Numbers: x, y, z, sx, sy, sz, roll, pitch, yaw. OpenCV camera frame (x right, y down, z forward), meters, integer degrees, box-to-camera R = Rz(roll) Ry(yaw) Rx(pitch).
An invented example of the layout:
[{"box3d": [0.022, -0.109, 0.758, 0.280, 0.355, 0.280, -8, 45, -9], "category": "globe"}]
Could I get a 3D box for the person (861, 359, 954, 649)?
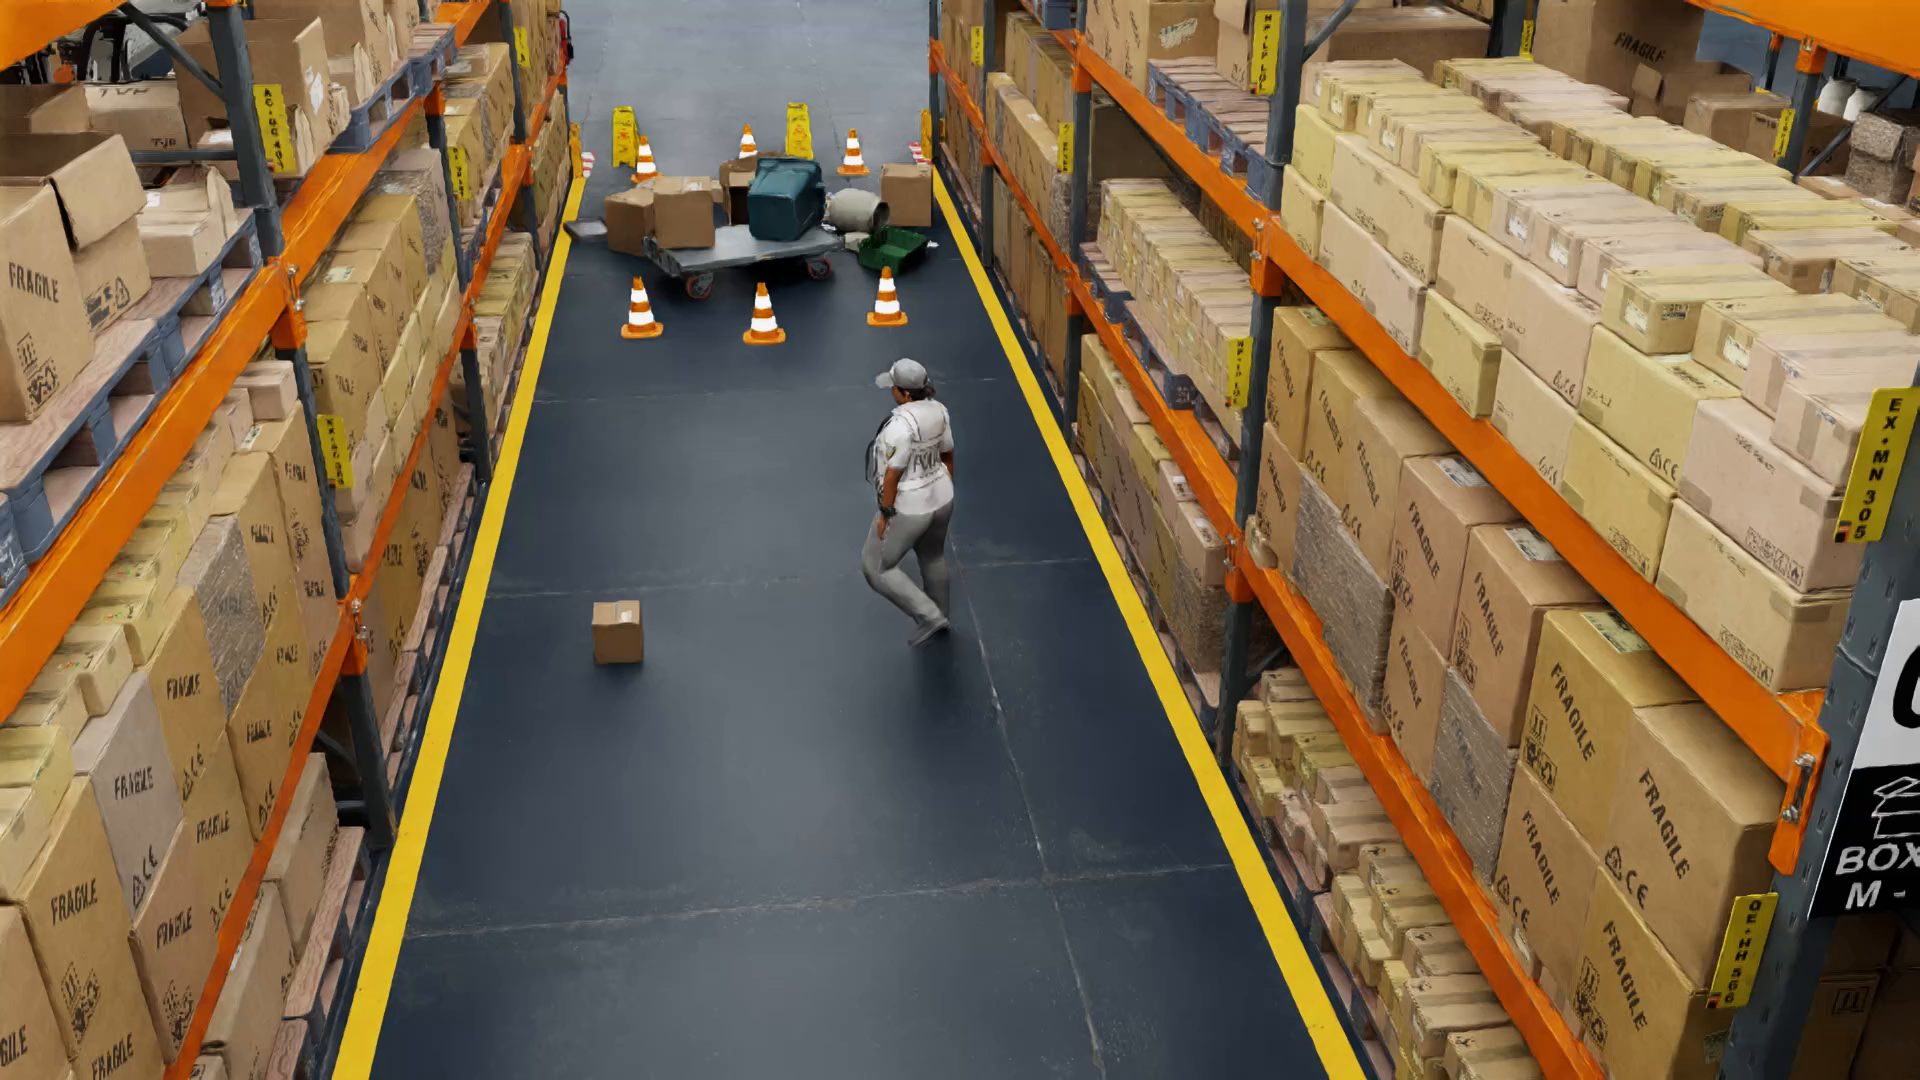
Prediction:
[{"box3d": [-0.200, -0.185, 8.939, 0.477, 1.661, 0.610, 18, 32, 30], "category": "person"}]
